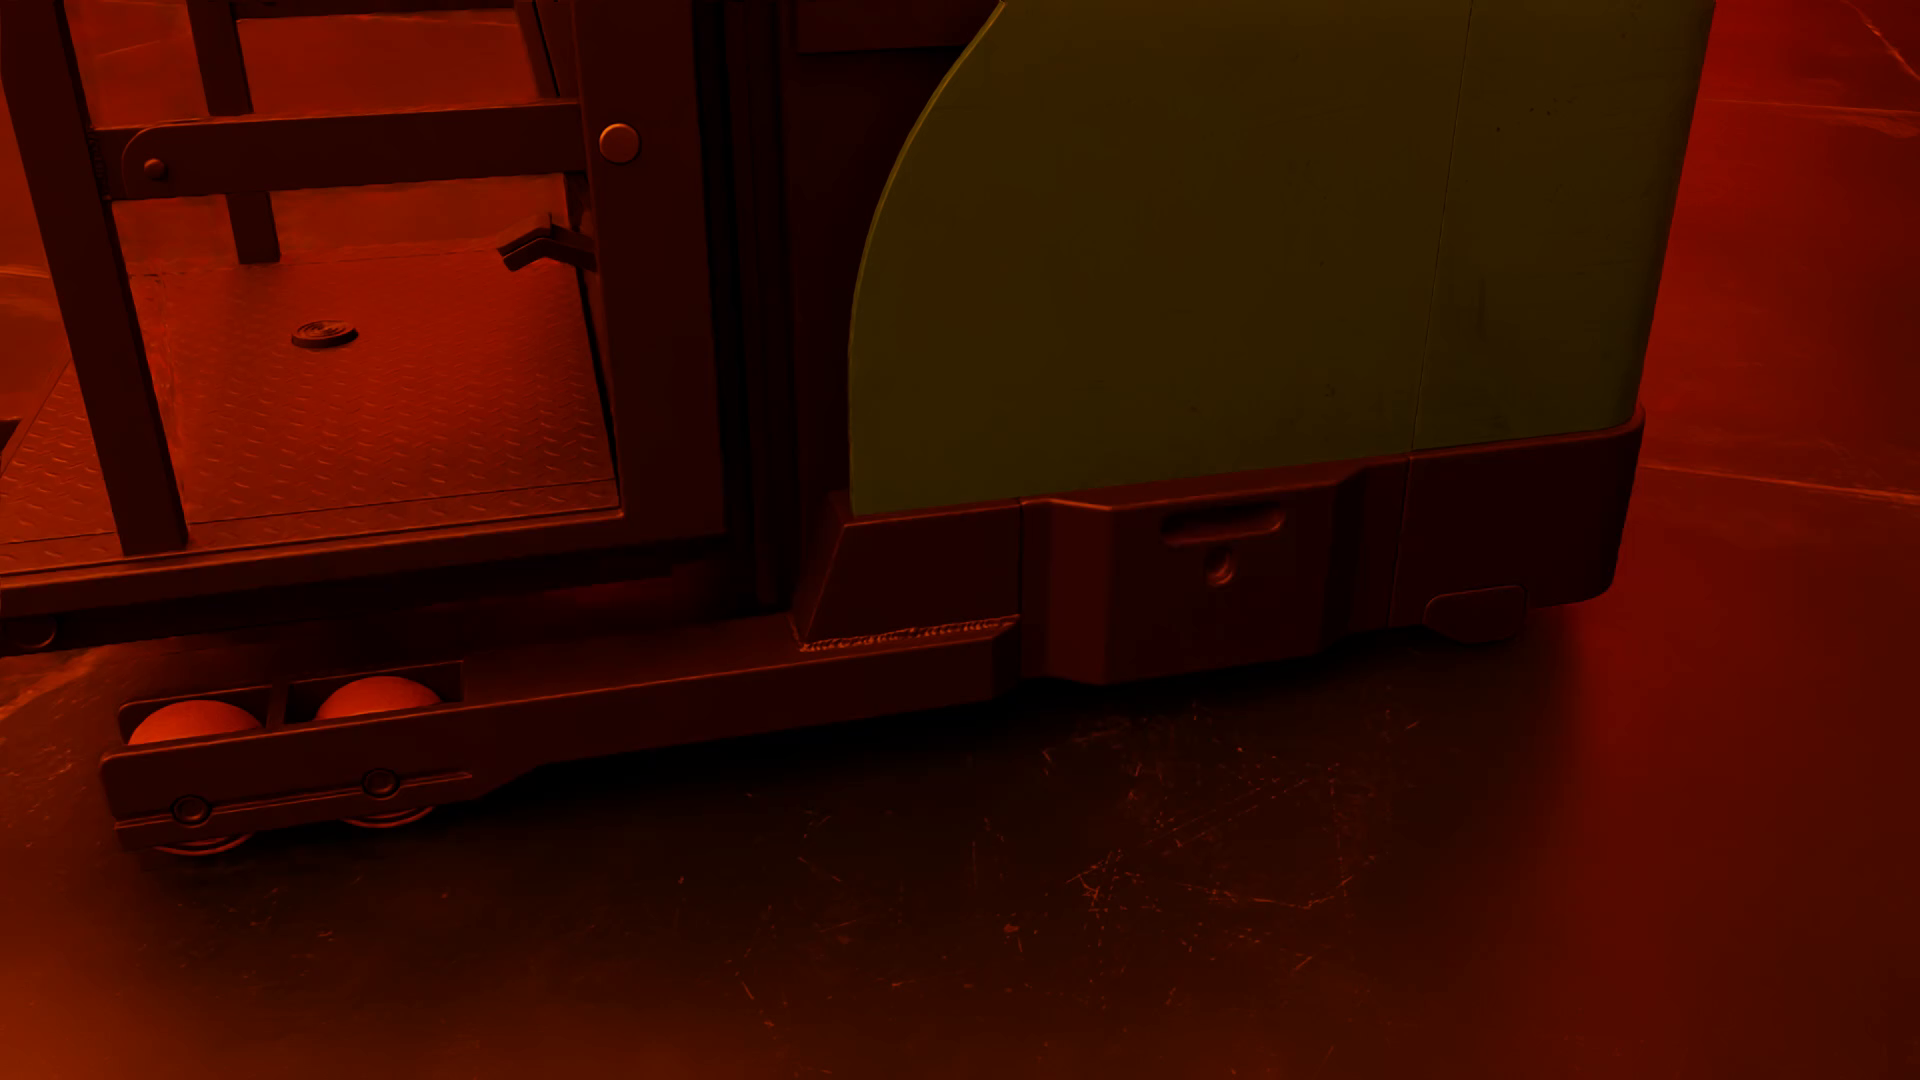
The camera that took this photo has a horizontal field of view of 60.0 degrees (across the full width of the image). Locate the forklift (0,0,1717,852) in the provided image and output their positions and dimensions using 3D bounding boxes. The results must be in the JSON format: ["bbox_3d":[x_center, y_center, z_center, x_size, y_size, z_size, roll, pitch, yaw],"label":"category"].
[{"bbox_3d":[-0.688,-1.226,1.678,3.031,2.935,1.130,-7,28,-13],"label":"forklift"}]
